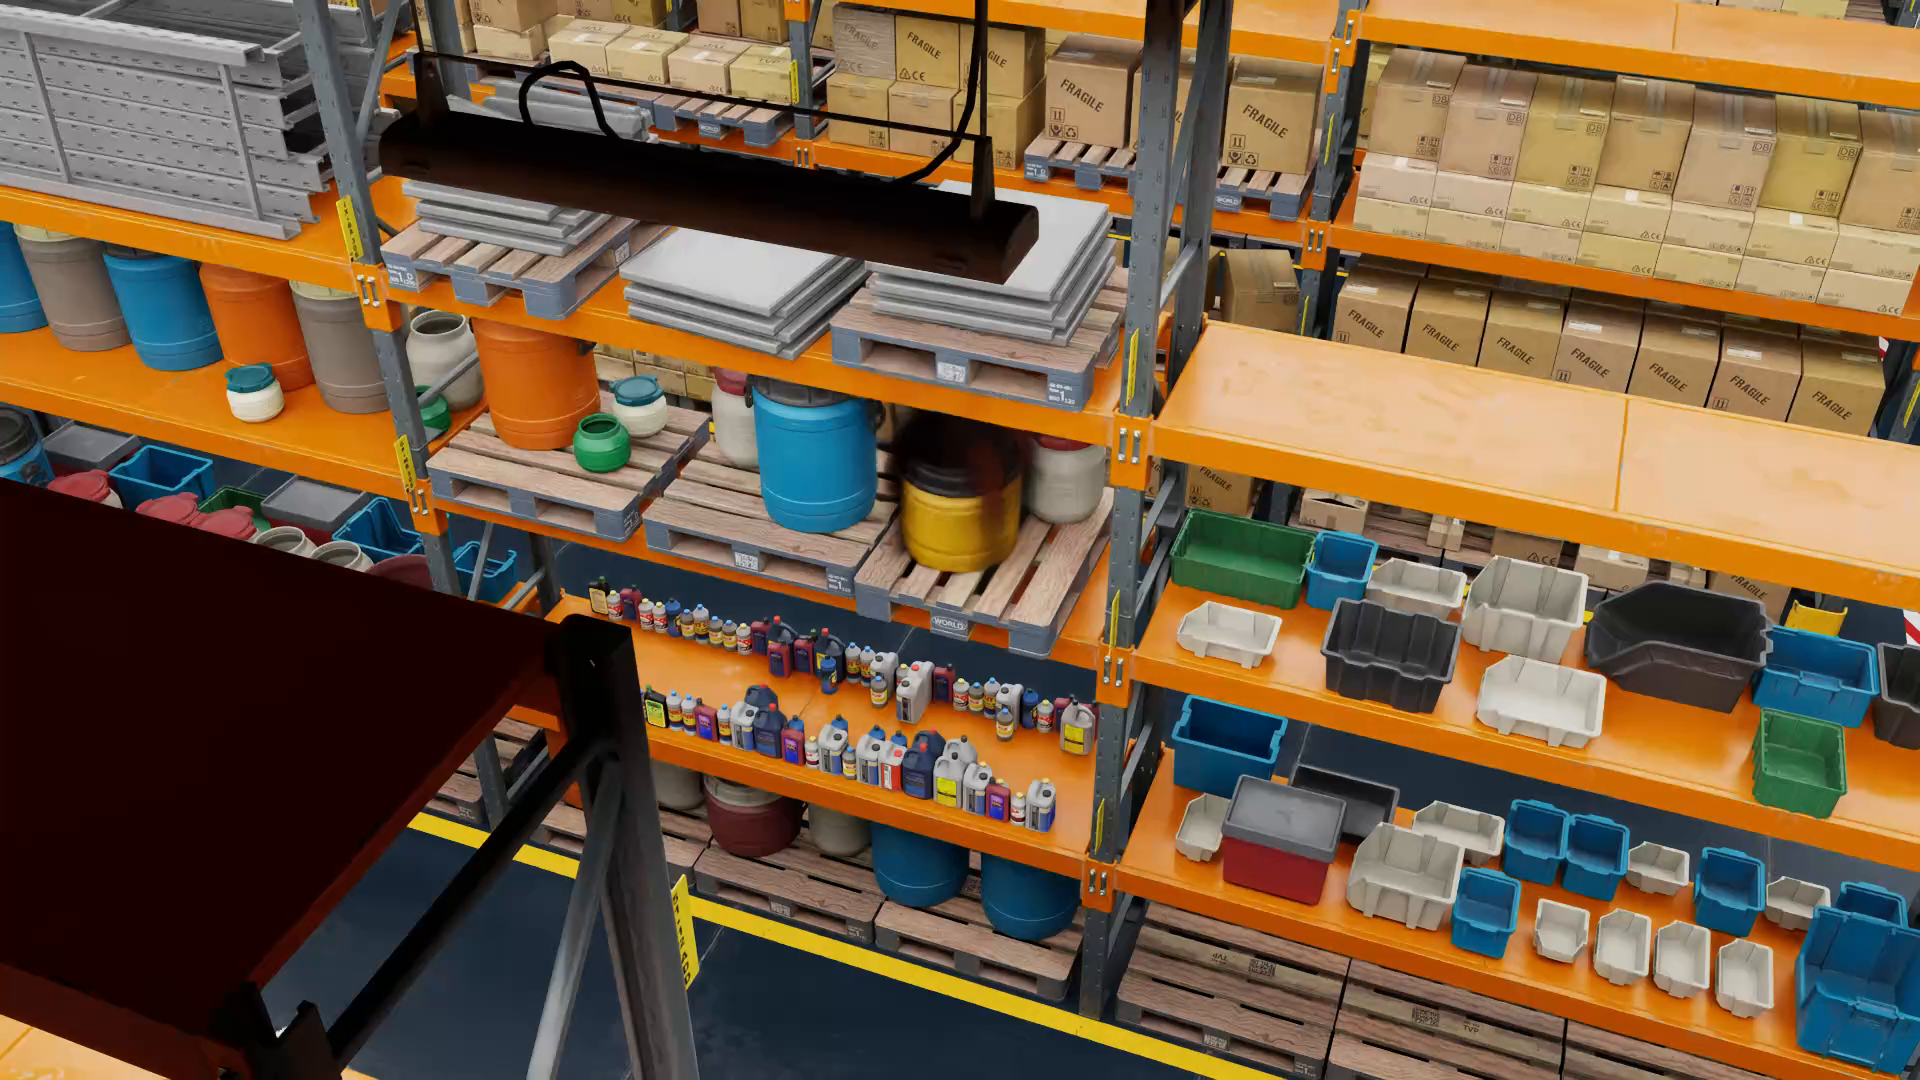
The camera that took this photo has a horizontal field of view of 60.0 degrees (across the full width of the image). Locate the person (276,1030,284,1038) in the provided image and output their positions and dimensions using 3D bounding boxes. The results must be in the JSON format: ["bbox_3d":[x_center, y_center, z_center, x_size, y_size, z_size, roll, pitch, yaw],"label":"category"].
[{"bbox_3d":[-2.973,2.882,7.760,0.596,1.793,0.401,1,36,1],"label":"person"}]
